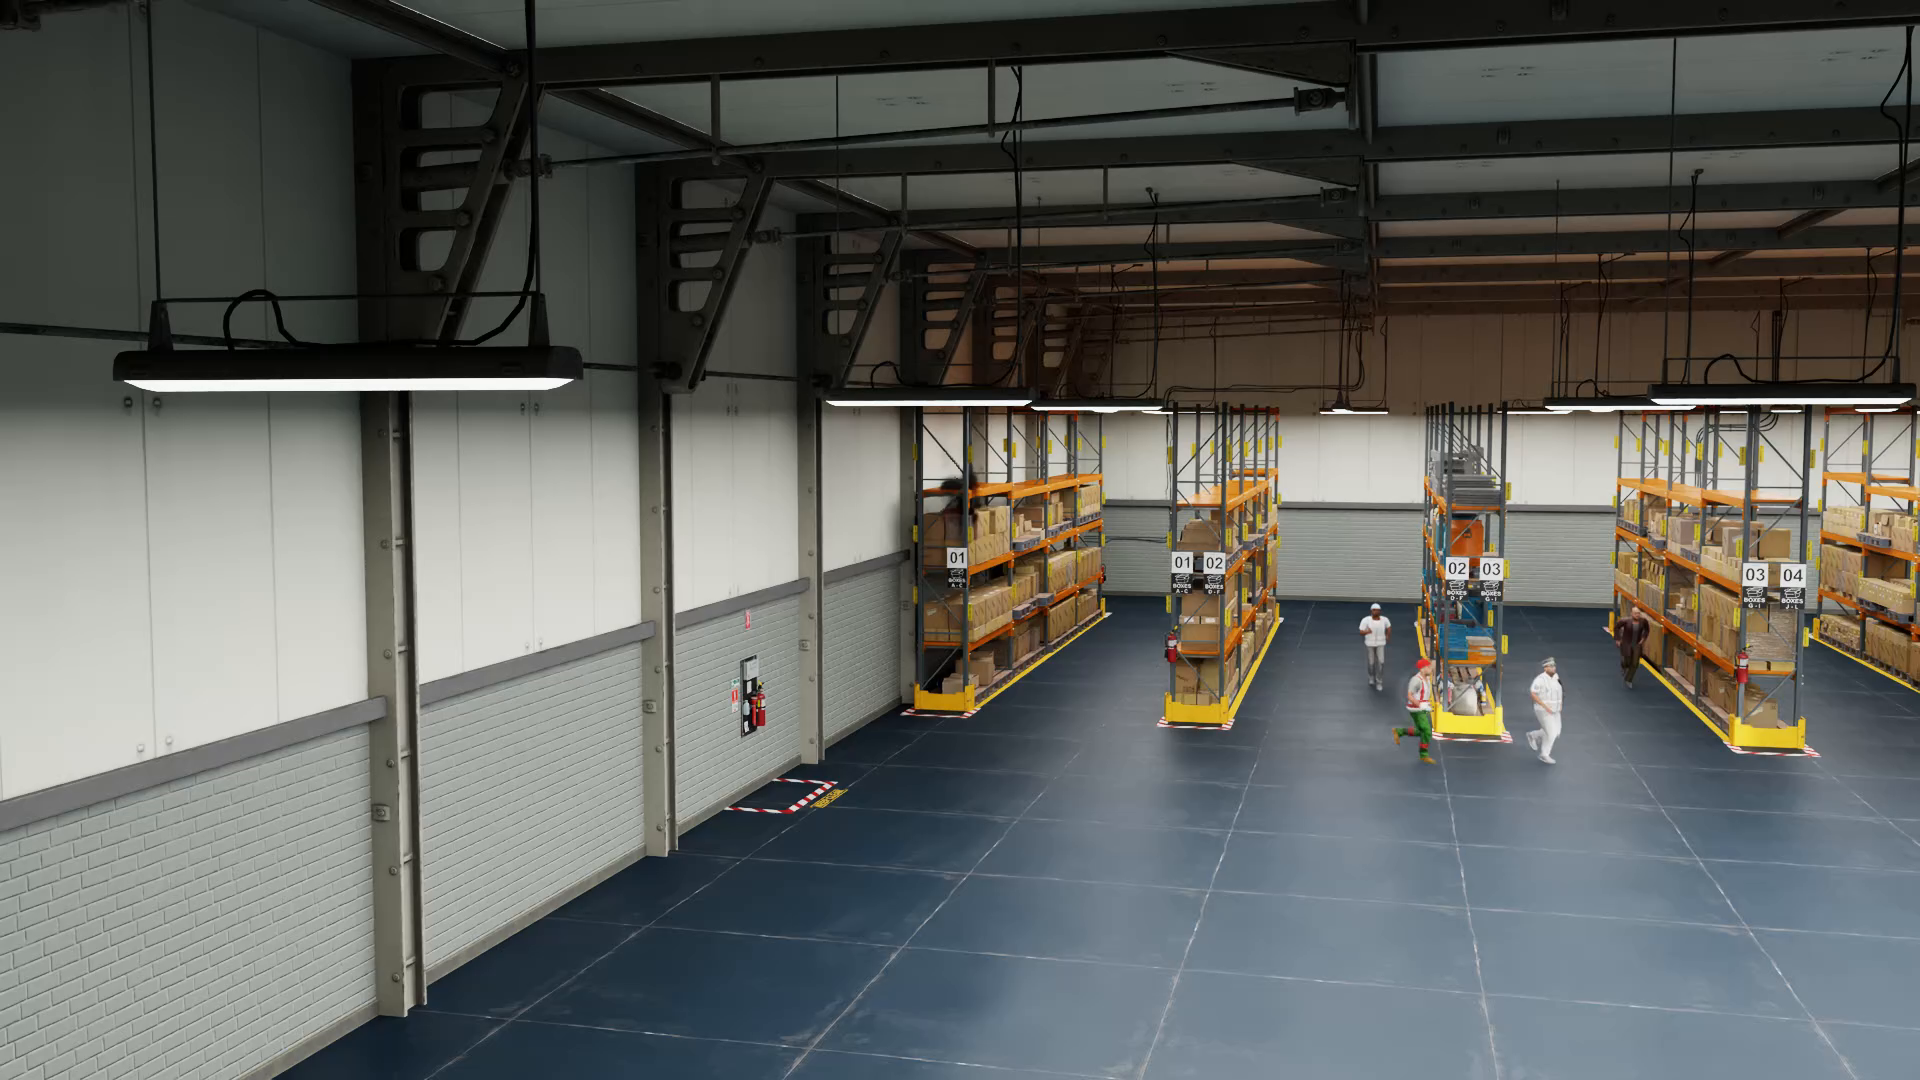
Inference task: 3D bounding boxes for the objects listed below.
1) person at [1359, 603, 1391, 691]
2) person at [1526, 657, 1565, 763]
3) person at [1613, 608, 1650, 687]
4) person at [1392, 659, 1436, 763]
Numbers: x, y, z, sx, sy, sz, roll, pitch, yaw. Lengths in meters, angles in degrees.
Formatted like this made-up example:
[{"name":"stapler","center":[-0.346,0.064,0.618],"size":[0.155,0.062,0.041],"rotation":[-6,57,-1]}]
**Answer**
[{"name":"person","center":[8.754,2.245,35.055],"size":[0.677,1.823,0.738],"rotation":[1,4,10]},{"name":"person","center":[9.733,2.814,27.751],"size":[0.669,1.776,0.668],"rotation":[-3,5,-34]},{"name":"person","center":[14.313,2.271,35.482],"size":[0.704,1.715,0.799],"rotation":[0,4,2]},{"name":"person","center":[7.558,2.831,27.688],"size":[0.761,1.750,0.685],"rotation":[3,5,35]}]
